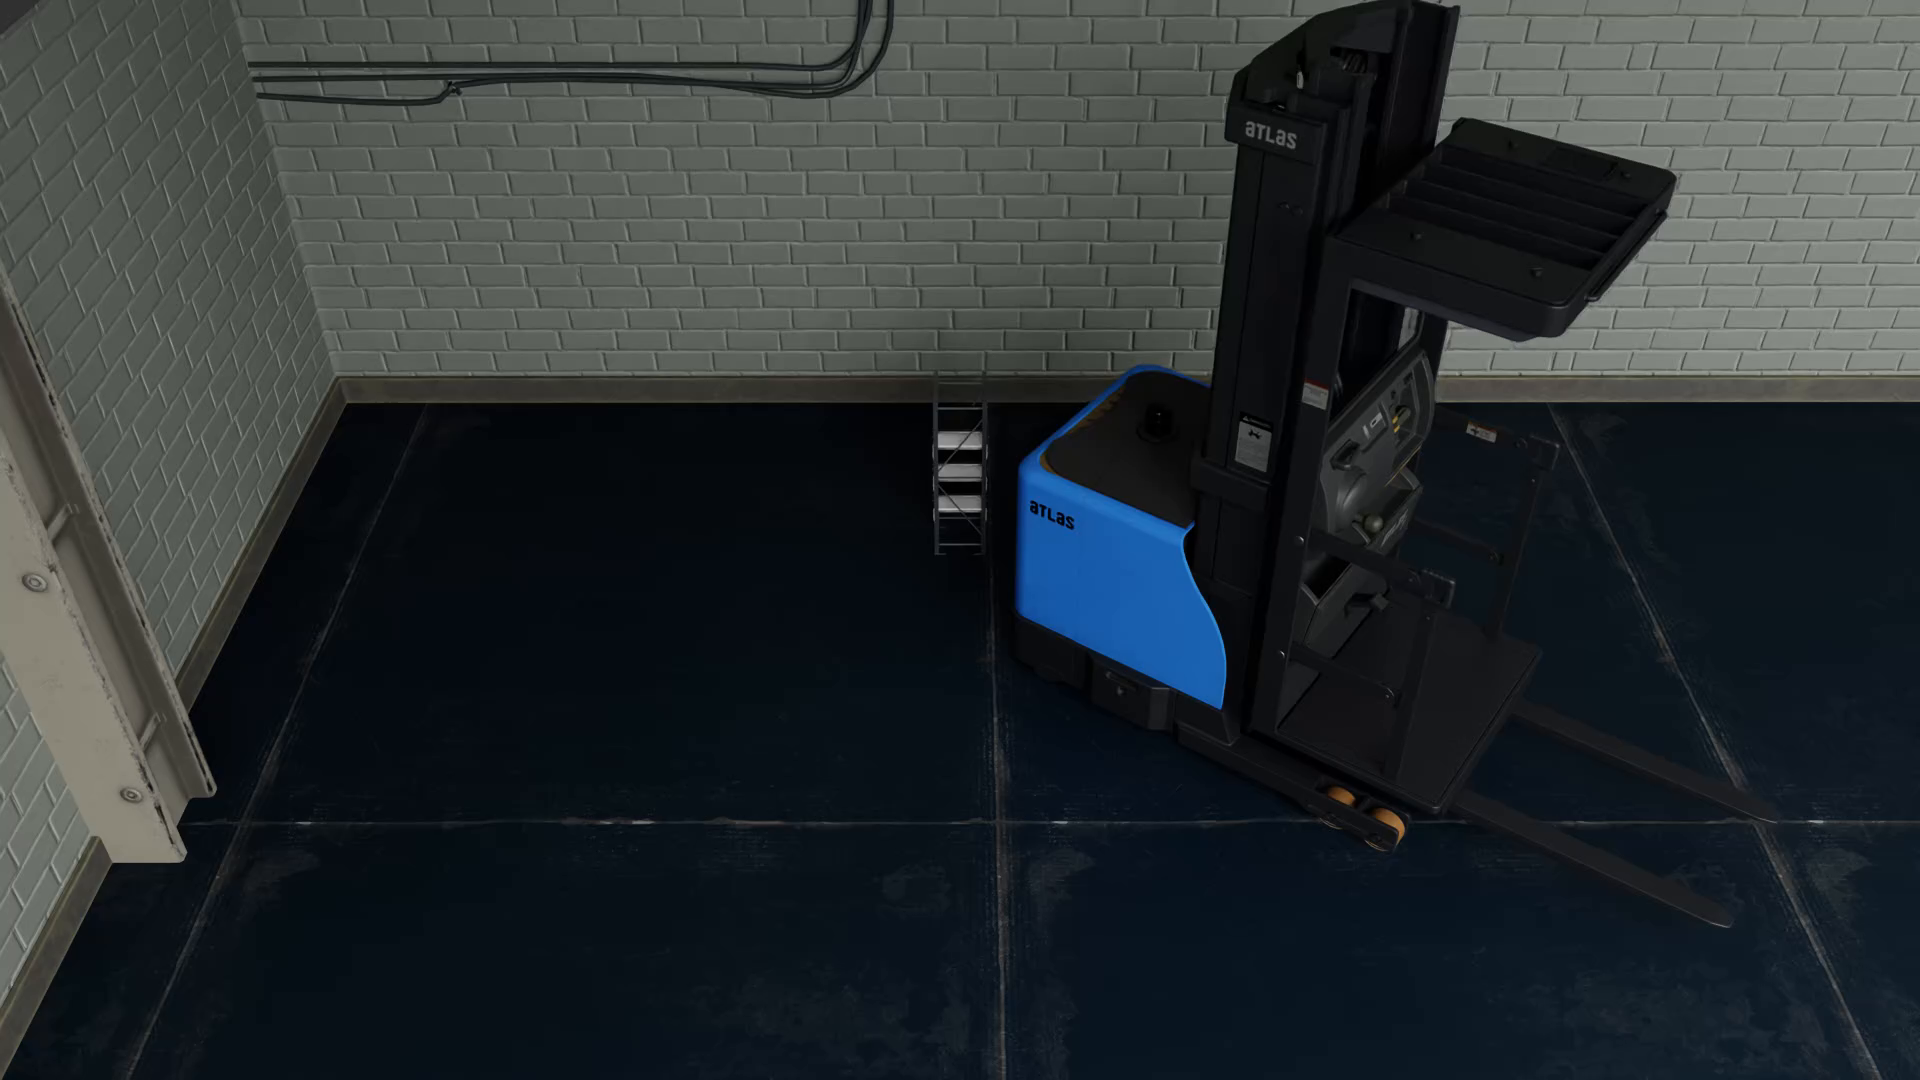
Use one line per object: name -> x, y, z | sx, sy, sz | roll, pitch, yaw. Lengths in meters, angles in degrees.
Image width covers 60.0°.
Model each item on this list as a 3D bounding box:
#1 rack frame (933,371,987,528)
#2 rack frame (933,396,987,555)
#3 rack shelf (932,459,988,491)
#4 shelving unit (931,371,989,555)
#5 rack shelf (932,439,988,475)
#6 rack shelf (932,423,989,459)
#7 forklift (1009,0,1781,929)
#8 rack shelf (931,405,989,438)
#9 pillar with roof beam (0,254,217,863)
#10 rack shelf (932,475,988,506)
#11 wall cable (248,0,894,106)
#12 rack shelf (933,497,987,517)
rack frame -> 0.000, -0.410, 7.787 | 0.240, 0.900, 0.006 | 0, 39, 0
rack frame -> 0.000, -0.282, 7.628 | 0.240, 0.900, 0.006 | 0, 39, 0
rack shelf -> 0.000, -0.320, 7.729 | 0.258, 0.077, 0.200 | 0, 39, 0
shelving unit -> 0.000, -0.346, 7.708 | 0.258, 0.900, 0.210 | 0, 39, 0
rack shelf -> 0.000, -0.390, 7.672 | 0.258, 0.077, 0.200 | 0, 39, 0
rack shelf -> 0.000, -0.461, 7.616 | 0.258, 0.077, 0.200 | 0, 39, 0
forklift -> 1.709, -0.313, 6.042 | 3.031, 2.935, 1.130 | 24, 45, 27
rack shelf -> 0.000, -0.531, 7.560 | 0.258, 0.077, 0.200 | 0, 39, 0
pillar with roof beam -> 1.140, -2.391, 3.783 | 9.100, 9.000, 0.400 | 0, 39, 0
rack shelf -> 0.000, -0.250, 7.785 | 0.258, 0.077, 0.200 | 0, 39, 0
wall cable -> -1.846, -3.019, 7.050 | 3.097, 2.526, 0.112 | 0, 39, 0
rack shelf -> 0.000, -0.180, 7.841 | 0.258, 0.077, 0.200 | 0, 39, 0
